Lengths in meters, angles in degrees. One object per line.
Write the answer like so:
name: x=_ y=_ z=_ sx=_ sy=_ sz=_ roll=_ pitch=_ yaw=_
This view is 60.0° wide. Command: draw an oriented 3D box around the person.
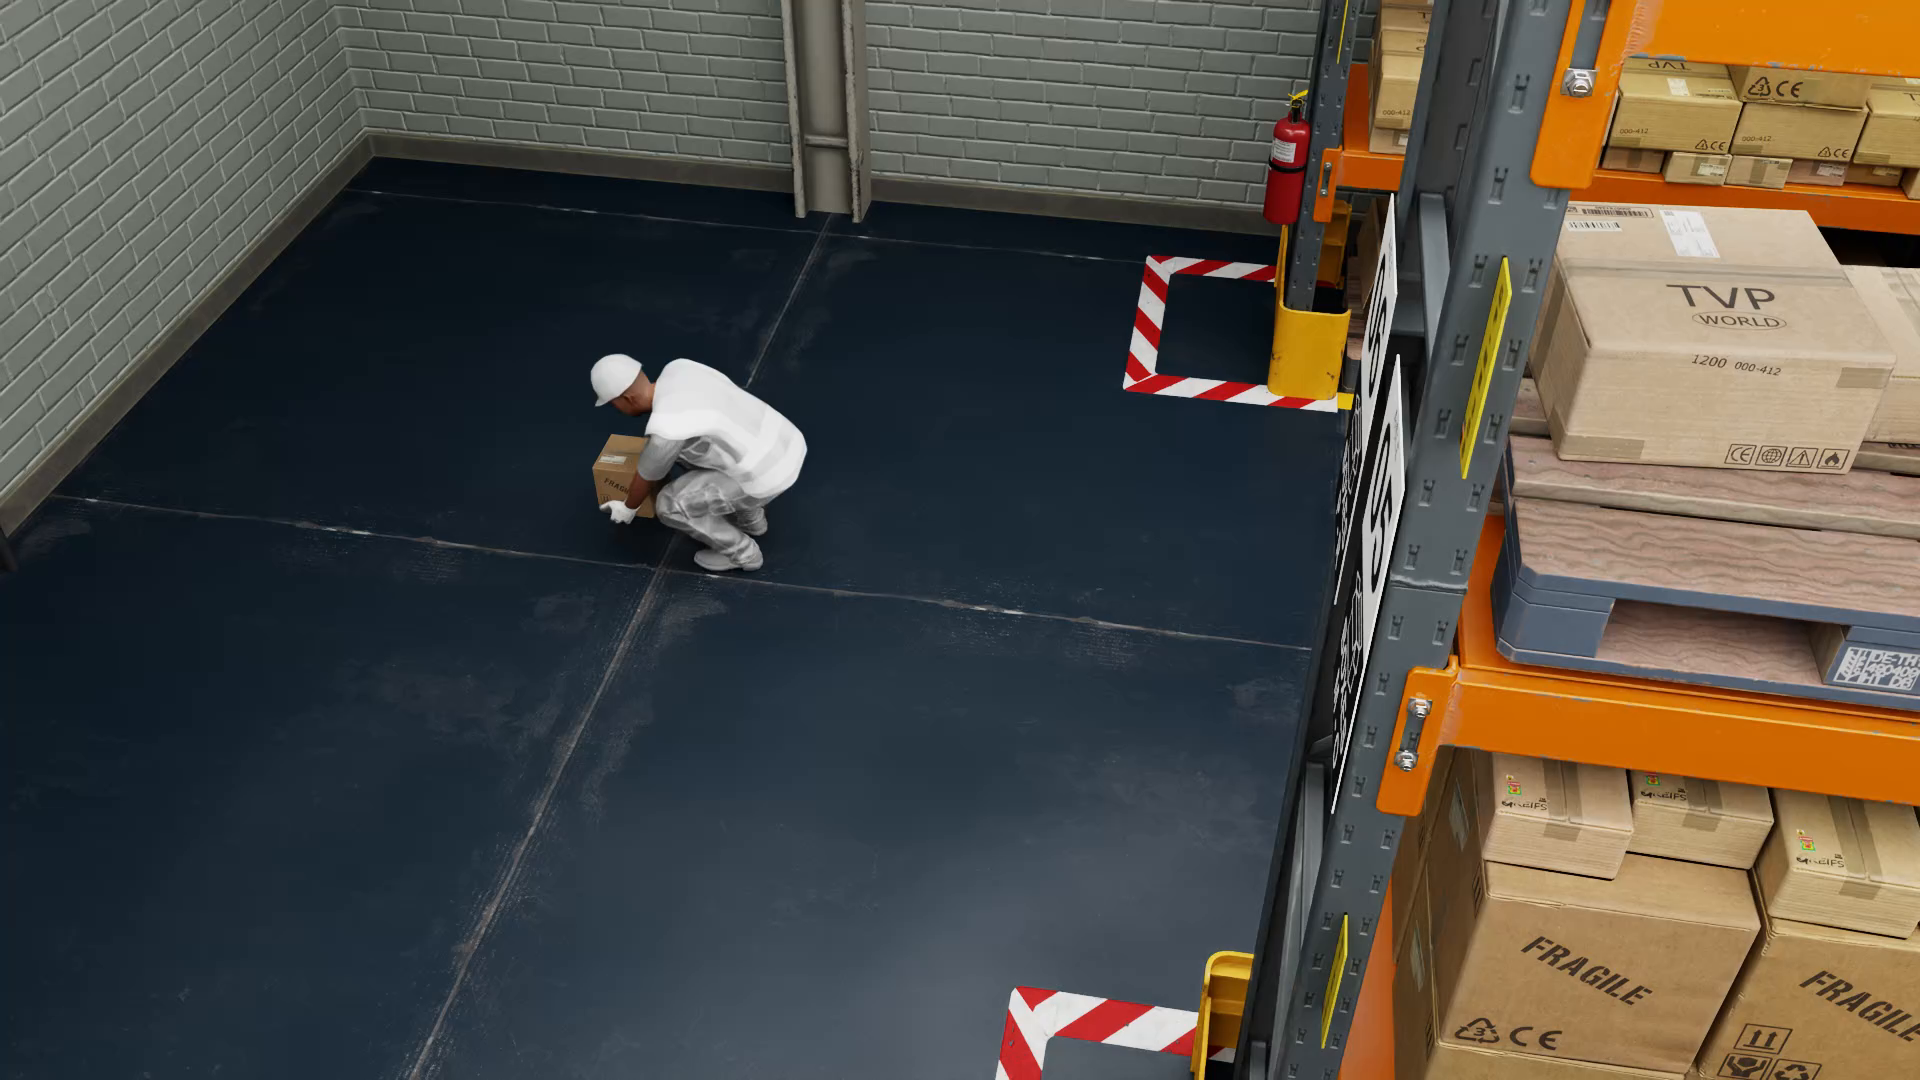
person: x=-1.127 y=-0.358 z=7.174 sx=0.899 sy=1.008 sz=0.555 roll=6 pitch=41 yaw=7
